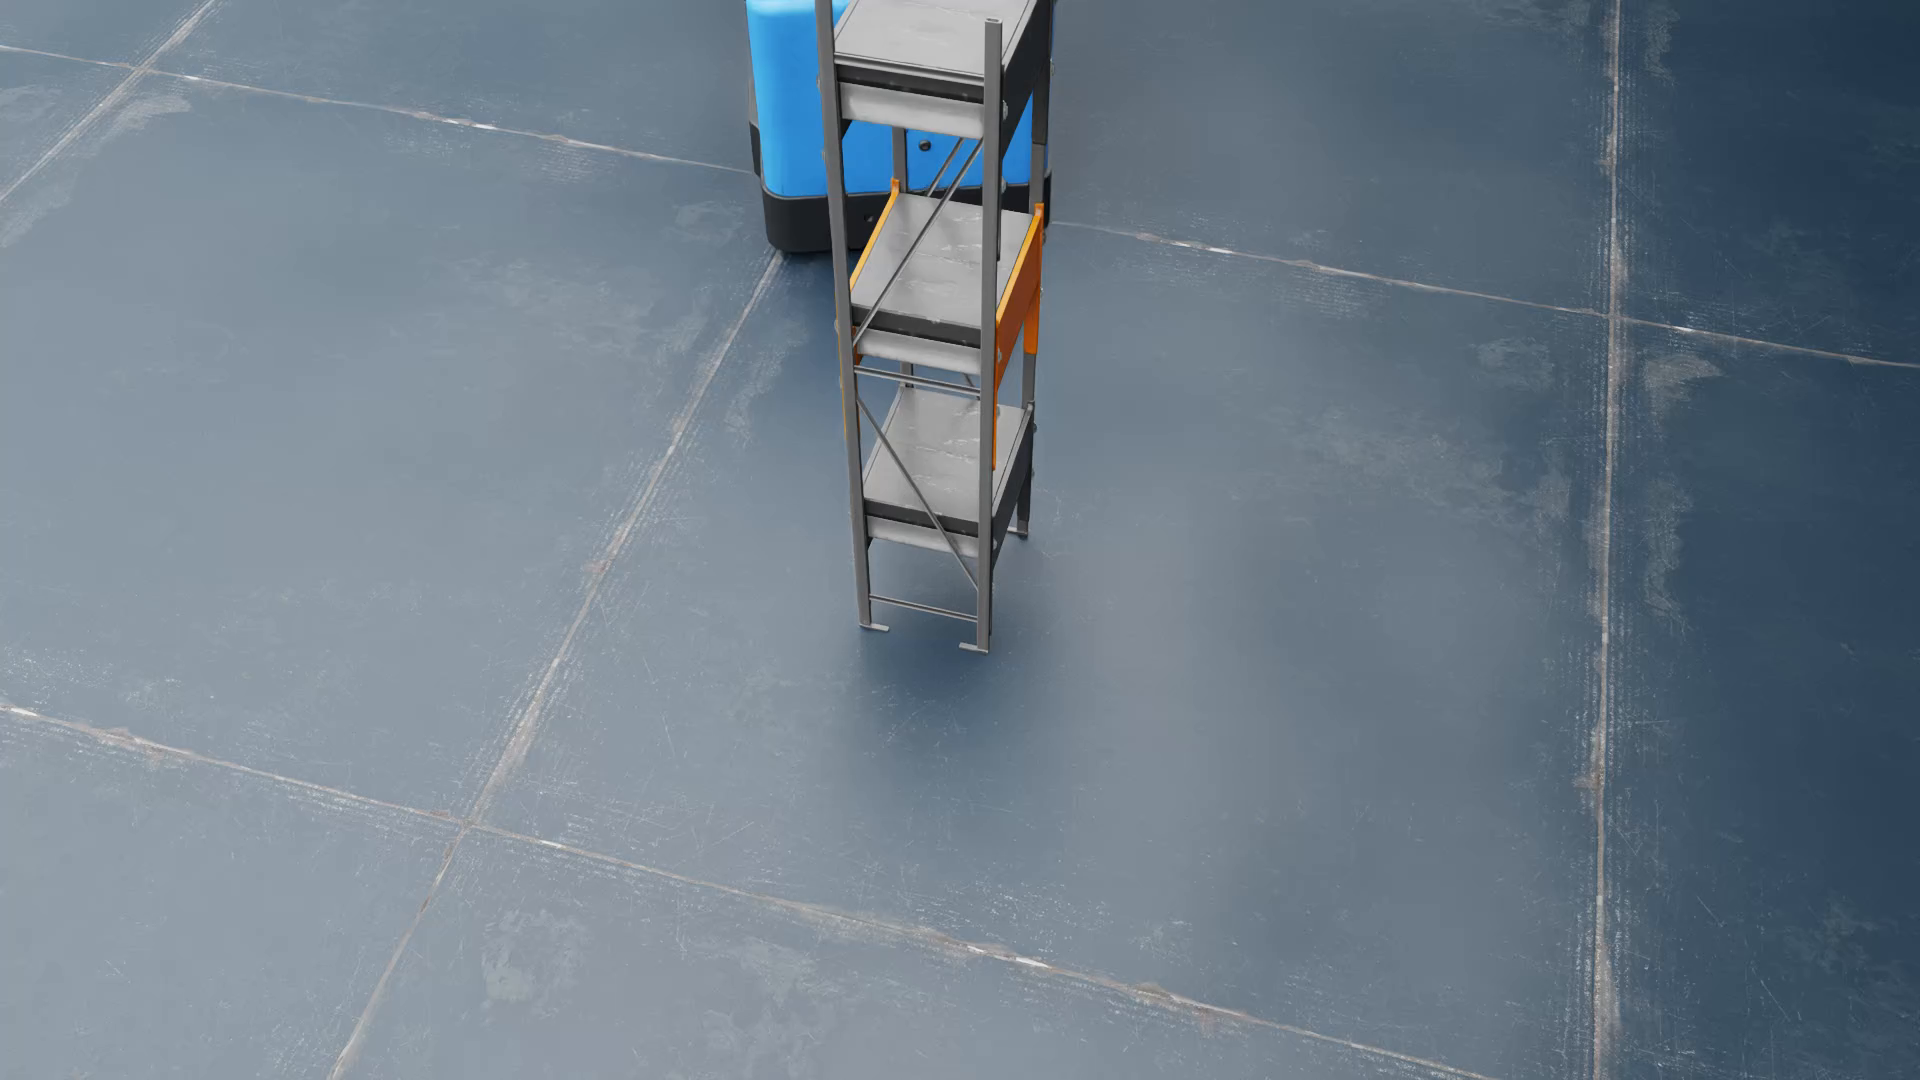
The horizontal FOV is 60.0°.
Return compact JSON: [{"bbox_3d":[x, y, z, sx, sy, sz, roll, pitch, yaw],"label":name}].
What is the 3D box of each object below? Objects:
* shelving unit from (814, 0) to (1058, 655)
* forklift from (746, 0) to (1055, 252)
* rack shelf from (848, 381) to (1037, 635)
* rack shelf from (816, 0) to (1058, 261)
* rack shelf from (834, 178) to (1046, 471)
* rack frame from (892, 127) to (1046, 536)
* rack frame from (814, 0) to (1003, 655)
[{"bbox_3d":[-0.044,-0.575,4.357,0.431,2.100,0.503,12,50,10],"label":"shelving unit"},{"bbox_3d":[-0.328,-3.134,6.061,1.130,2.935,3.031,-4,49,-4],"label":"forklift"},{"bbox_3d":[-0.044,-0.103,4.892,0.431,0.518,0.480,12,50,10],"label":"rack shelf"},{"bbox_3d":[-0.044,-1.029,3.842,0.431,0.518,0.480,12,50,10],"label":"rack shelf"},{"bbox_3d":[-0.044,-0.566,4.367,0.431,0.518,0.480,12,50,10],"label":"rack shelf"},{"bbox_3d":[0.021,-0.752,4.513,0.400,2.100,0.015,12,50,10],"label":"rack frame"},{"bbox_3d":[-0.108,-0.399,4.201,0.400,2.100,0.015,12,50,10],"label":"rack frame"}]
